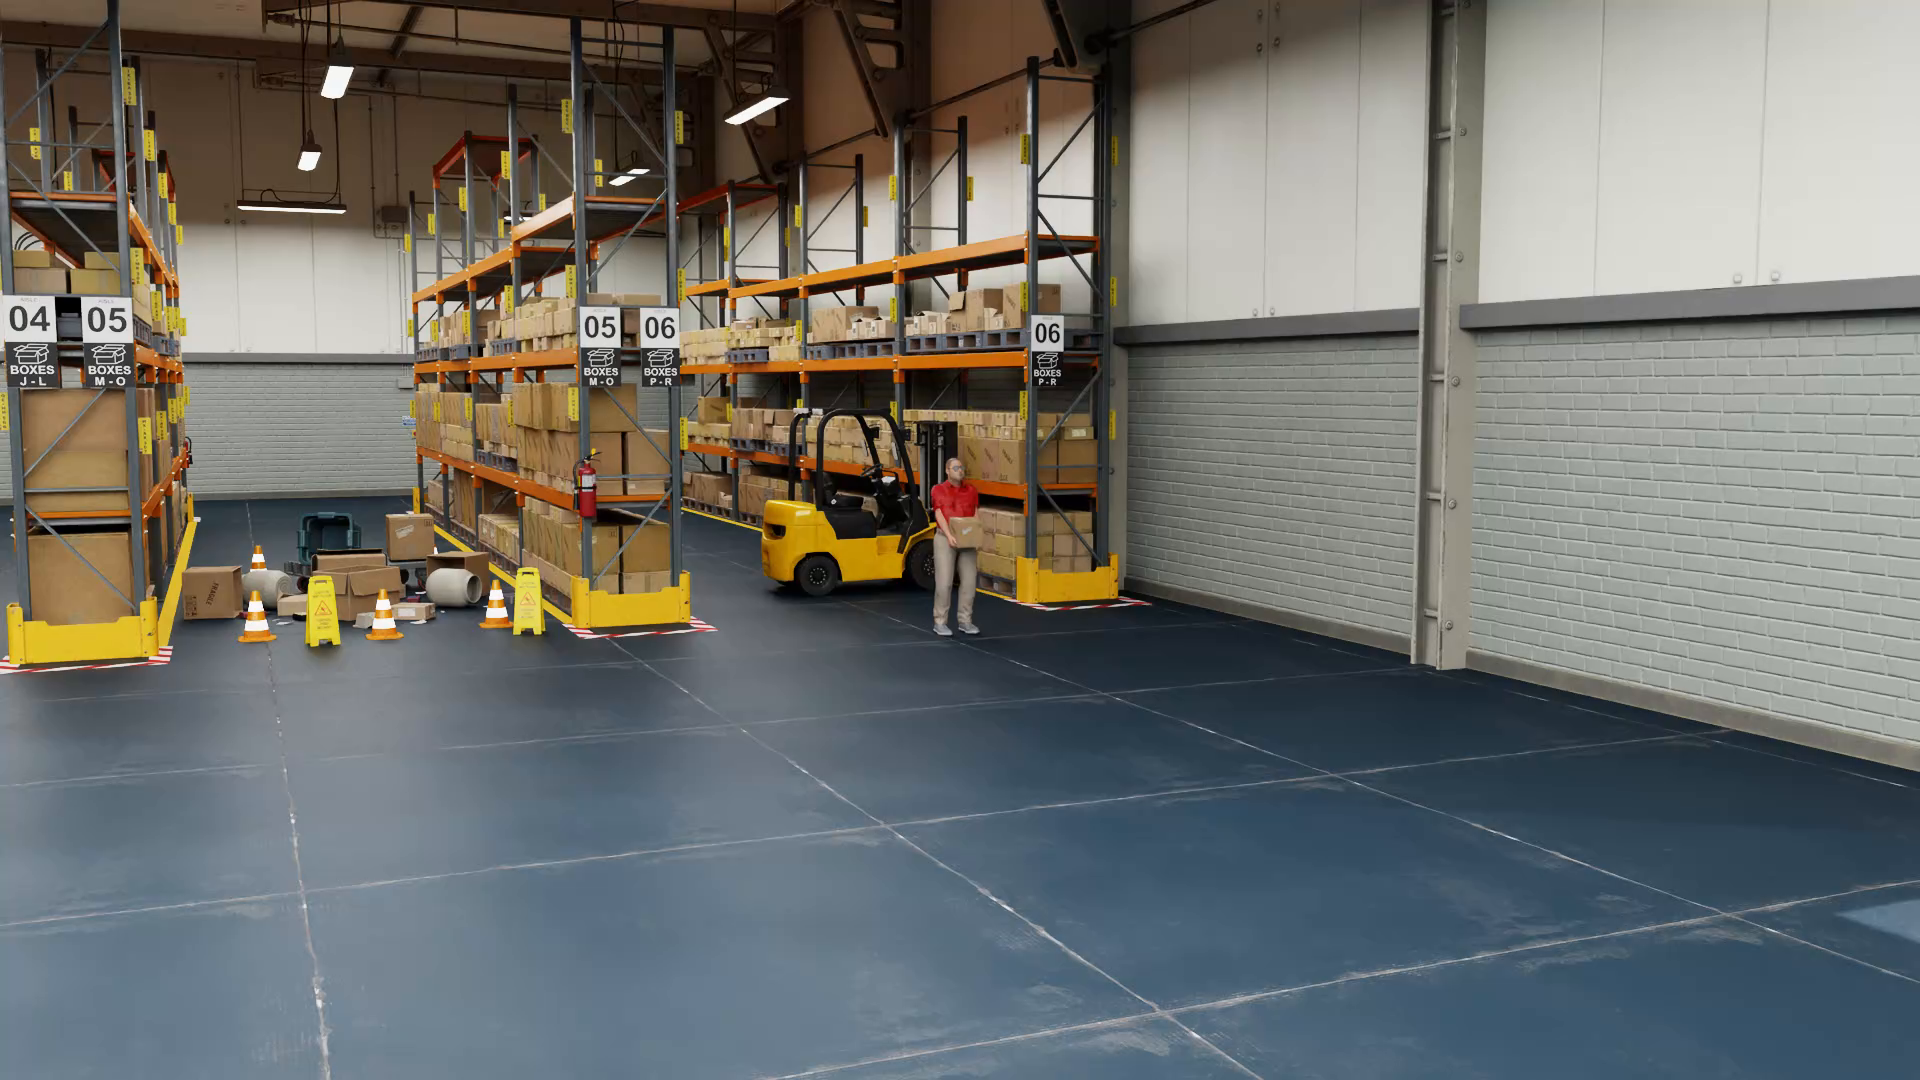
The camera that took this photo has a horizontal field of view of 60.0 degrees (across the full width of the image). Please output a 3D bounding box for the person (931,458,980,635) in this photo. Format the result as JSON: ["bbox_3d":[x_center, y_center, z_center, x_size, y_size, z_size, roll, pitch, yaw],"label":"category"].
[{"bbox_3d":[-0.001,0.065,16.209,0.493,1.712,0.531,-2,6,-23],"label":"person"}]
